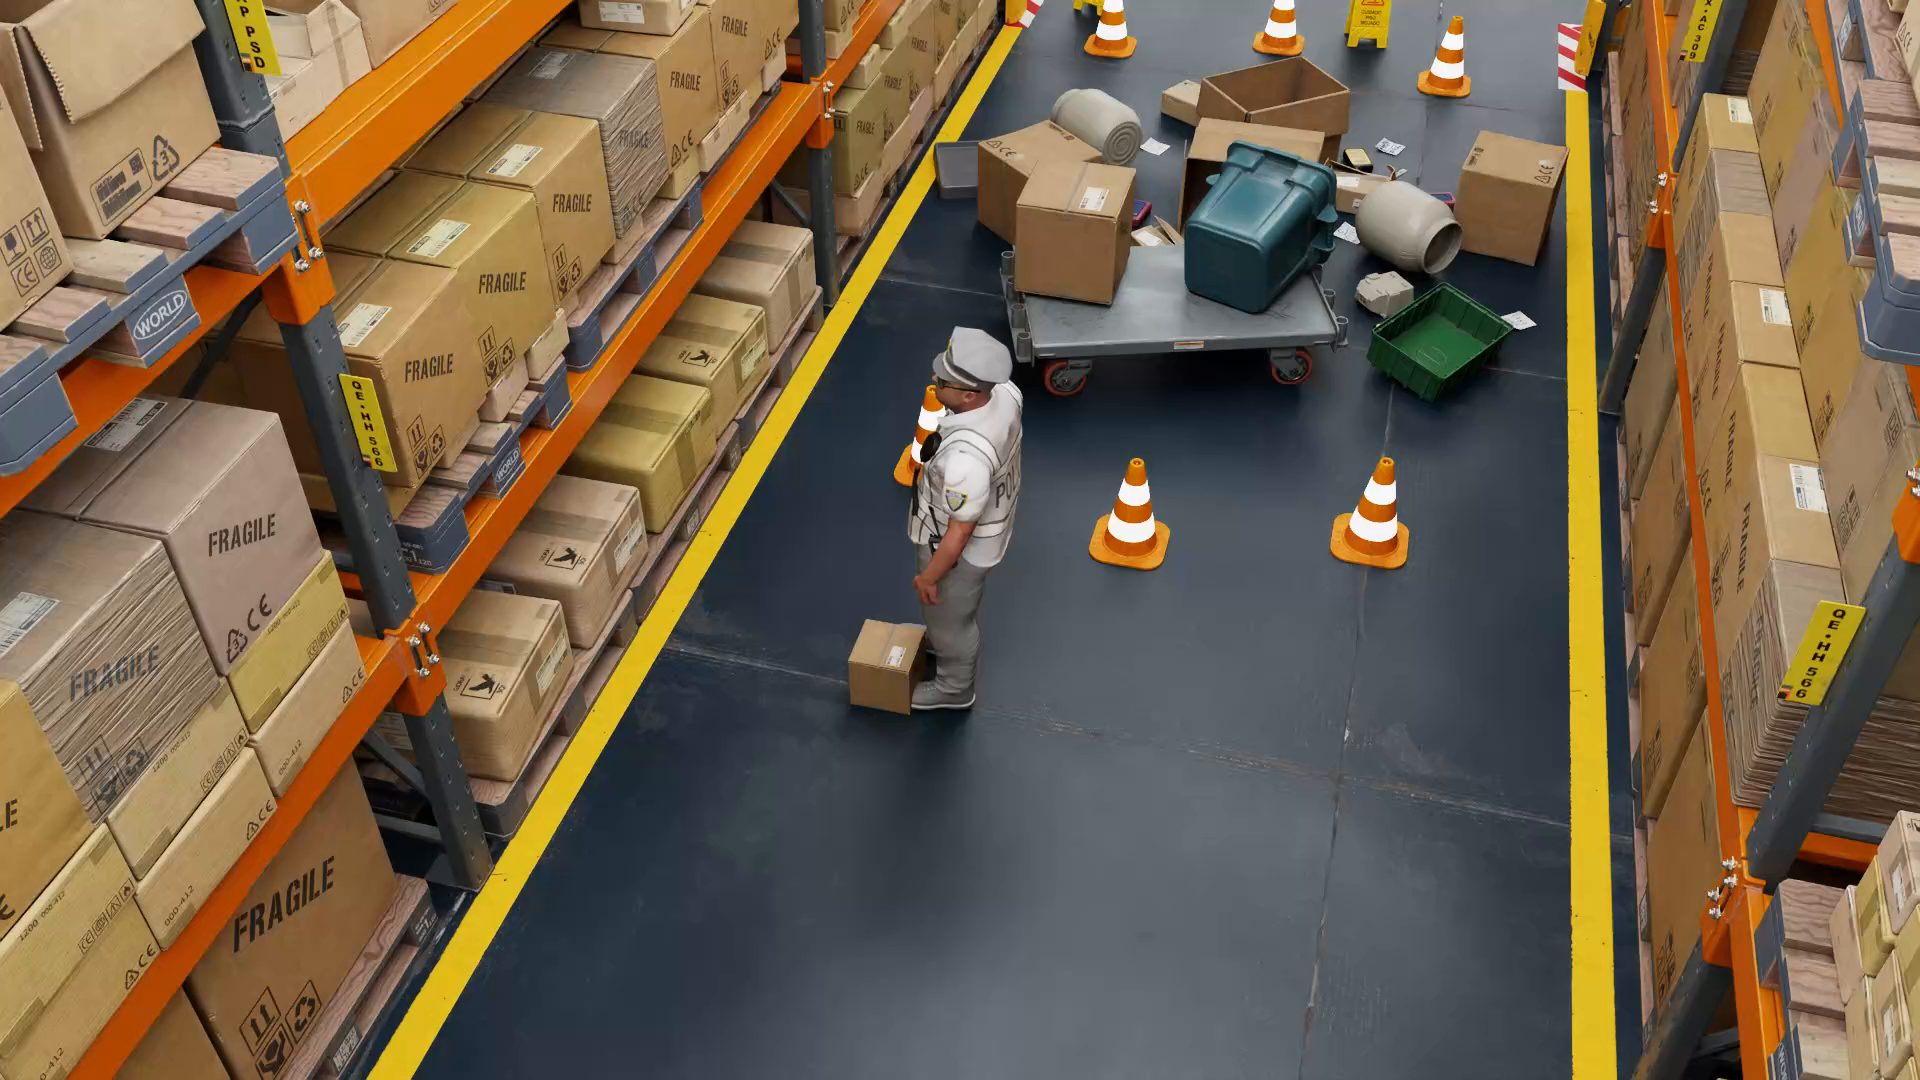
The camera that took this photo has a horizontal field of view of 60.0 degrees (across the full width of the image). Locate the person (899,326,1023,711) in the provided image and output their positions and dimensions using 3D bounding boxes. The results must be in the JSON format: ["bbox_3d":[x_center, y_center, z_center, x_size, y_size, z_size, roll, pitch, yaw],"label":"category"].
[{"bbox_3d":[-0.076,-0.057,6.183,0.575,1.780,0.640,10,42,11],"label":"person"}]
